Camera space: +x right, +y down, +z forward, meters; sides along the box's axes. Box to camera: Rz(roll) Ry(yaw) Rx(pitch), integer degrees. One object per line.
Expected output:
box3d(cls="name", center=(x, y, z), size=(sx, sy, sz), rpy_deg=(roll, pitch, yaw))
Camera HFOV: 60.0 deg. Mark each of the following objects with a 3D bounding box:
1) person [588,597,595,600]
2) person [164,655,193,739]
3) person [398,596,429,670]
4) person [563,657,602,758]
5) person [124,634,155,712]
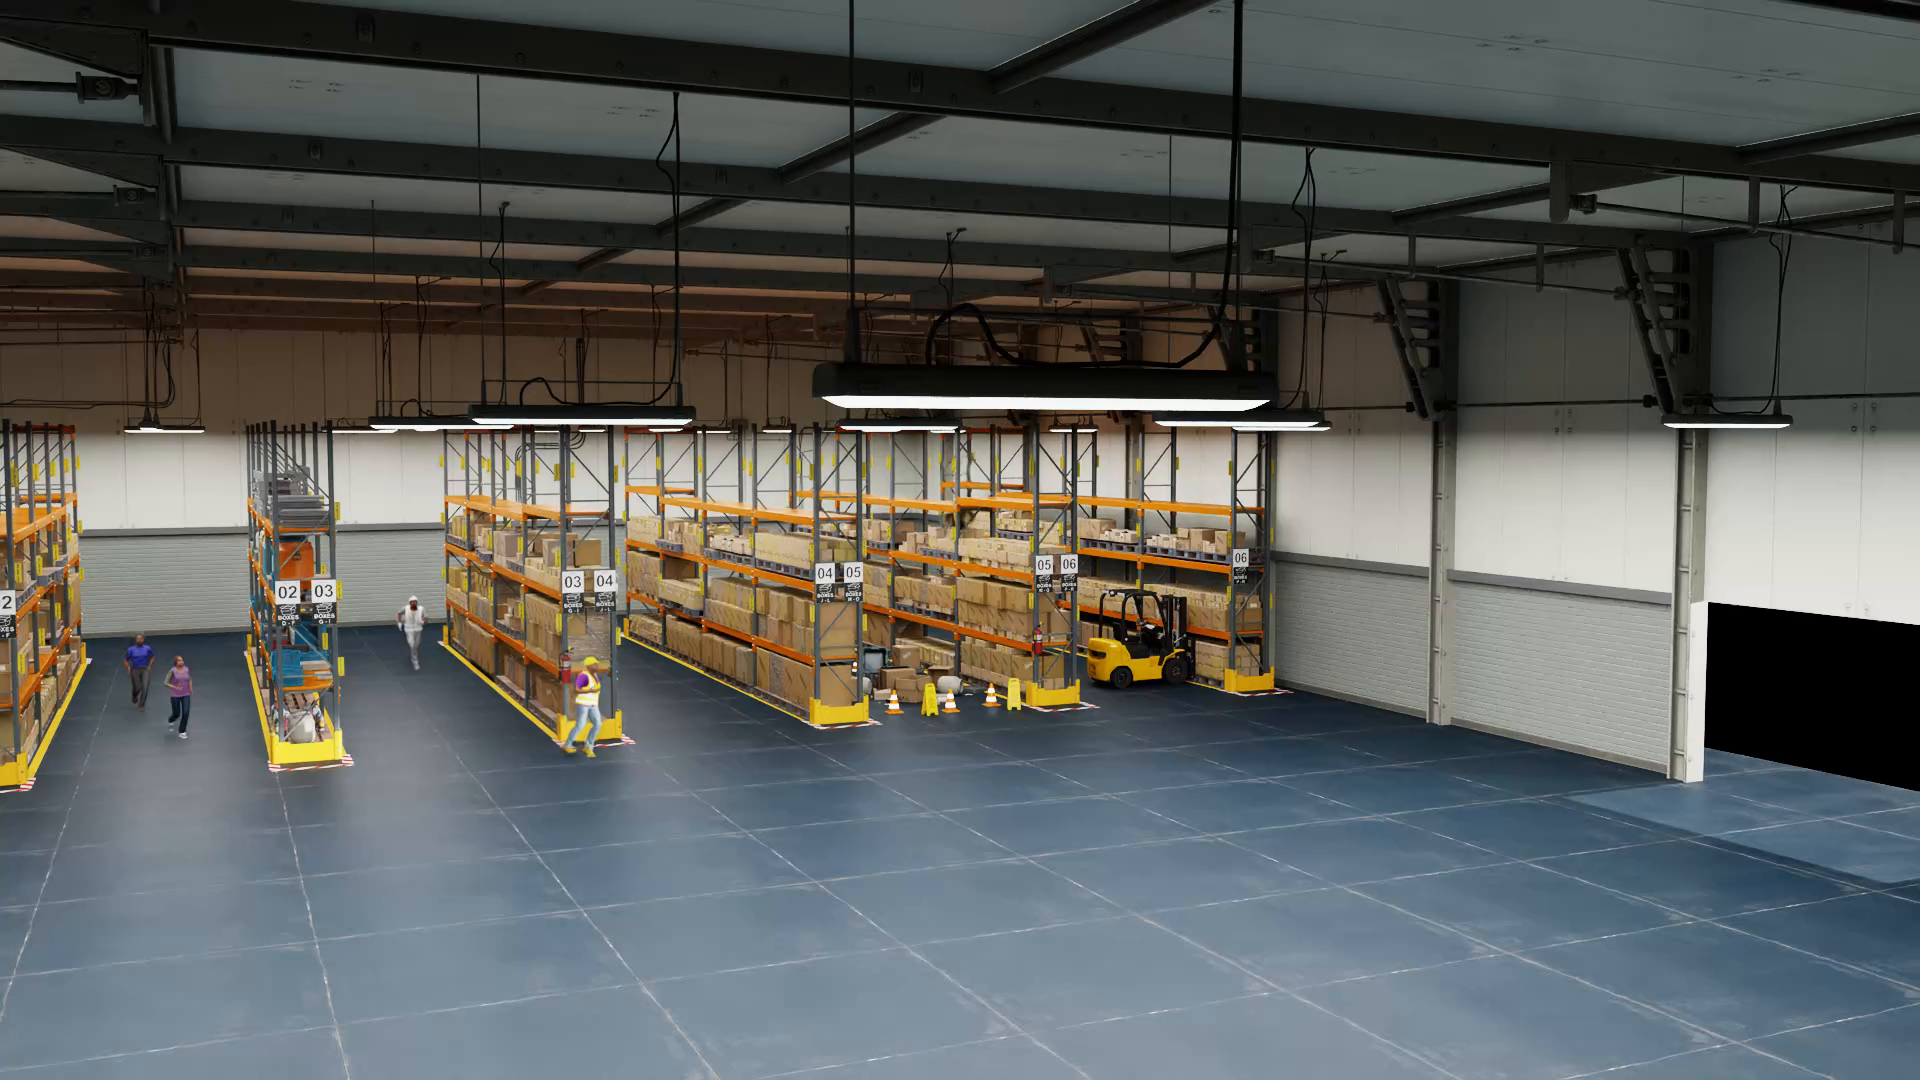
box3d(cls="person", center=(-10.668, 1.943, 46.965), size=(0.747, 1.693, 0.531), rpy_deg=(0, 4, 3))
box3d(cls="person", center=(-14.840, 2.963, 31.598), size=(0.682, 1.566, 0.546), rpy_deg=(3, 5, 44))
box3d(cls="person", center=(-13.486, 2.266, 41.069), size=(0.711, 1.795, 1.037), rpy_deg=(-2, 4, -23))
box3d(cls="person", center=(-6.683, 2.996, 29.874), size=(0.714, 1.788, 0.703), rpy_deg=(2, 4, 28))
box3d(cls="person", center=(-17.106, 2.762, 34.695), size=(0.582, 1.618, 0.578), rpy_deg=(-2, 4, -34))
